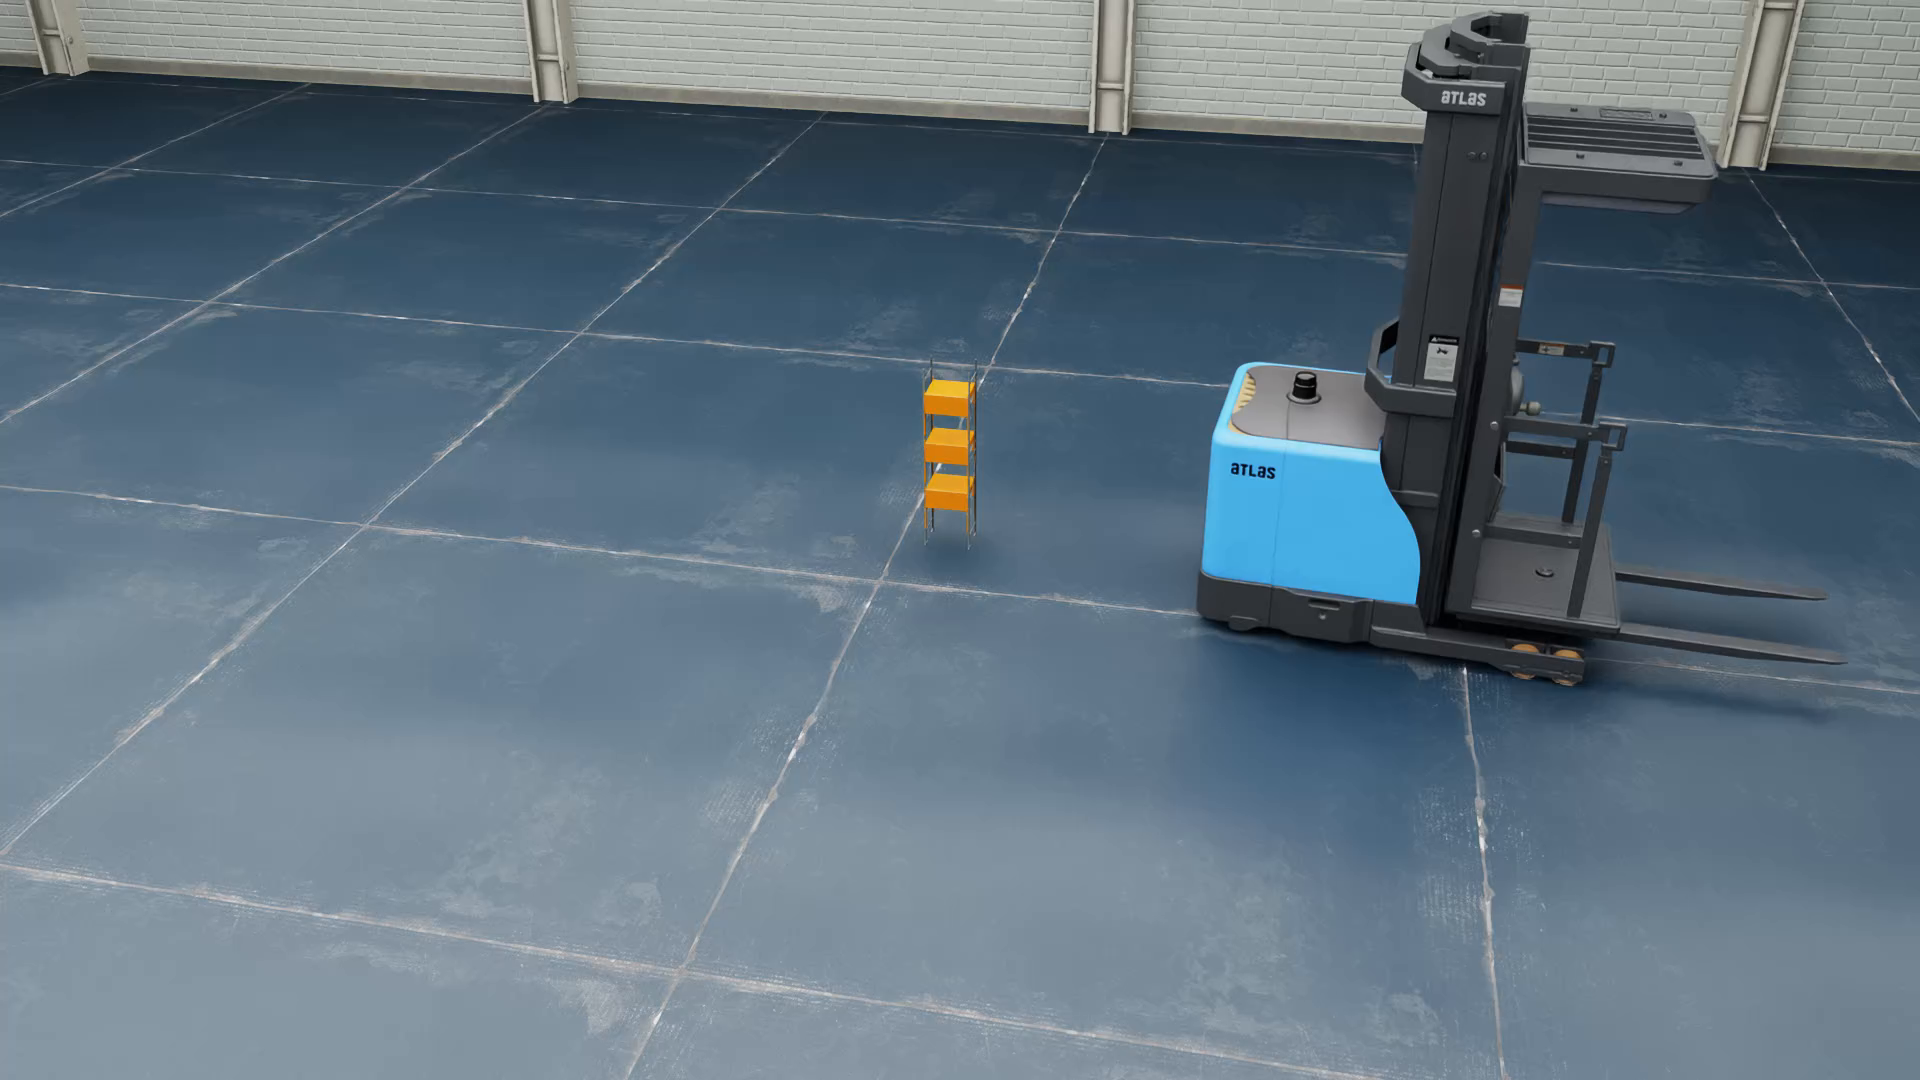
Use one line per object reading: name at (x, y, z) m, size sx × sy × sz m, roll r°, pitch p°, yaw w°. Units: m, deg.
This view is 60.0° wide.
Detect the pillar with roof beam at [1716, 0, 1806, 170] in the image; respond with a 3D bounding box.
pillar with roof beam at (6.488, -5.480, 9.888) m, size 0.400 × 9.000 × 9.100 m, roll 6°, pitch 29°, yaw 11°

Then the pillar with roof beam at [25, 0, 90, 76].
pillar with roof beam at (-11.115, -7.285, 13.185) m, size 0.400 × 9.000 × 9.100 m, roll 6°, pitch 29°, yaw 11°

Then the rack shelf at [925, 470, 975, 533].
rack shelf at (-0.052, -0.213, 9.146) m, size 0.240 × 0.259 × 0.215 m, roll 6°, pitch 29°, yaw 11°

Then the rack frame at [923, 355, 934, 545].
rack frame at (-0.172, -0.478, 9.030) m, size 0.008 × 1.050 × 0.200 m, roll 6°, pitch 29°, yaw 11°

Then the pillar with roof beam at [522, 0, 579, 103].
pillar with roof beam at (-5.248, -6.683, 12.086) m, size 0.400 × 9.000 × 9.100 m, roll 6°, pitch 29°, yaw 11°

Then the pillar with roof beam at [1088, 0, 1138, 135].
pillar with roof beam at (0.620, -6.081, 10.987) m, size 0.400 × 9.000 × 9.100 m, roll 6°, pitch 29°, yaw 11°

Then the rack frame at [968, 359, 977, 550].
rack frame at (0.067, -0.454, 8.985) m, size 0.008 × 1.050 × 0.200 m, roll 6°, pitch 29°, yaw 11°

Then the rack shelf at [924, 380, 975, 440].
rack shelf at (-0.052, -0.705, 8.877) m, size 0.240 × 0.259 × 0.215 m, roll 6°, pitch 29°, yaw 11°

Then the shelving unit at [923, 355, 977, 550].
shelving unit at (-0.052, -0.466, 9.008) m, size 0.252 × 1.050 × 0.215 m, roll 6°, pitch 29°, yaw 11°

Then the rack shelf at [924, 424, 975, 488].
rack shelf at (-0.052, -0.457, 9.013) m, size 0.240 × 0.259 × 0.215 m, roll 6°, pitch 29°, yaw 11°

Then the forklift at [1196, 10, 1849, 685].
forklift at (2.776, -0.874, 7.795) m, size 3.031 × 2.935 × 1.130 m, roll 8°, pitch 30°, yaw 14°
